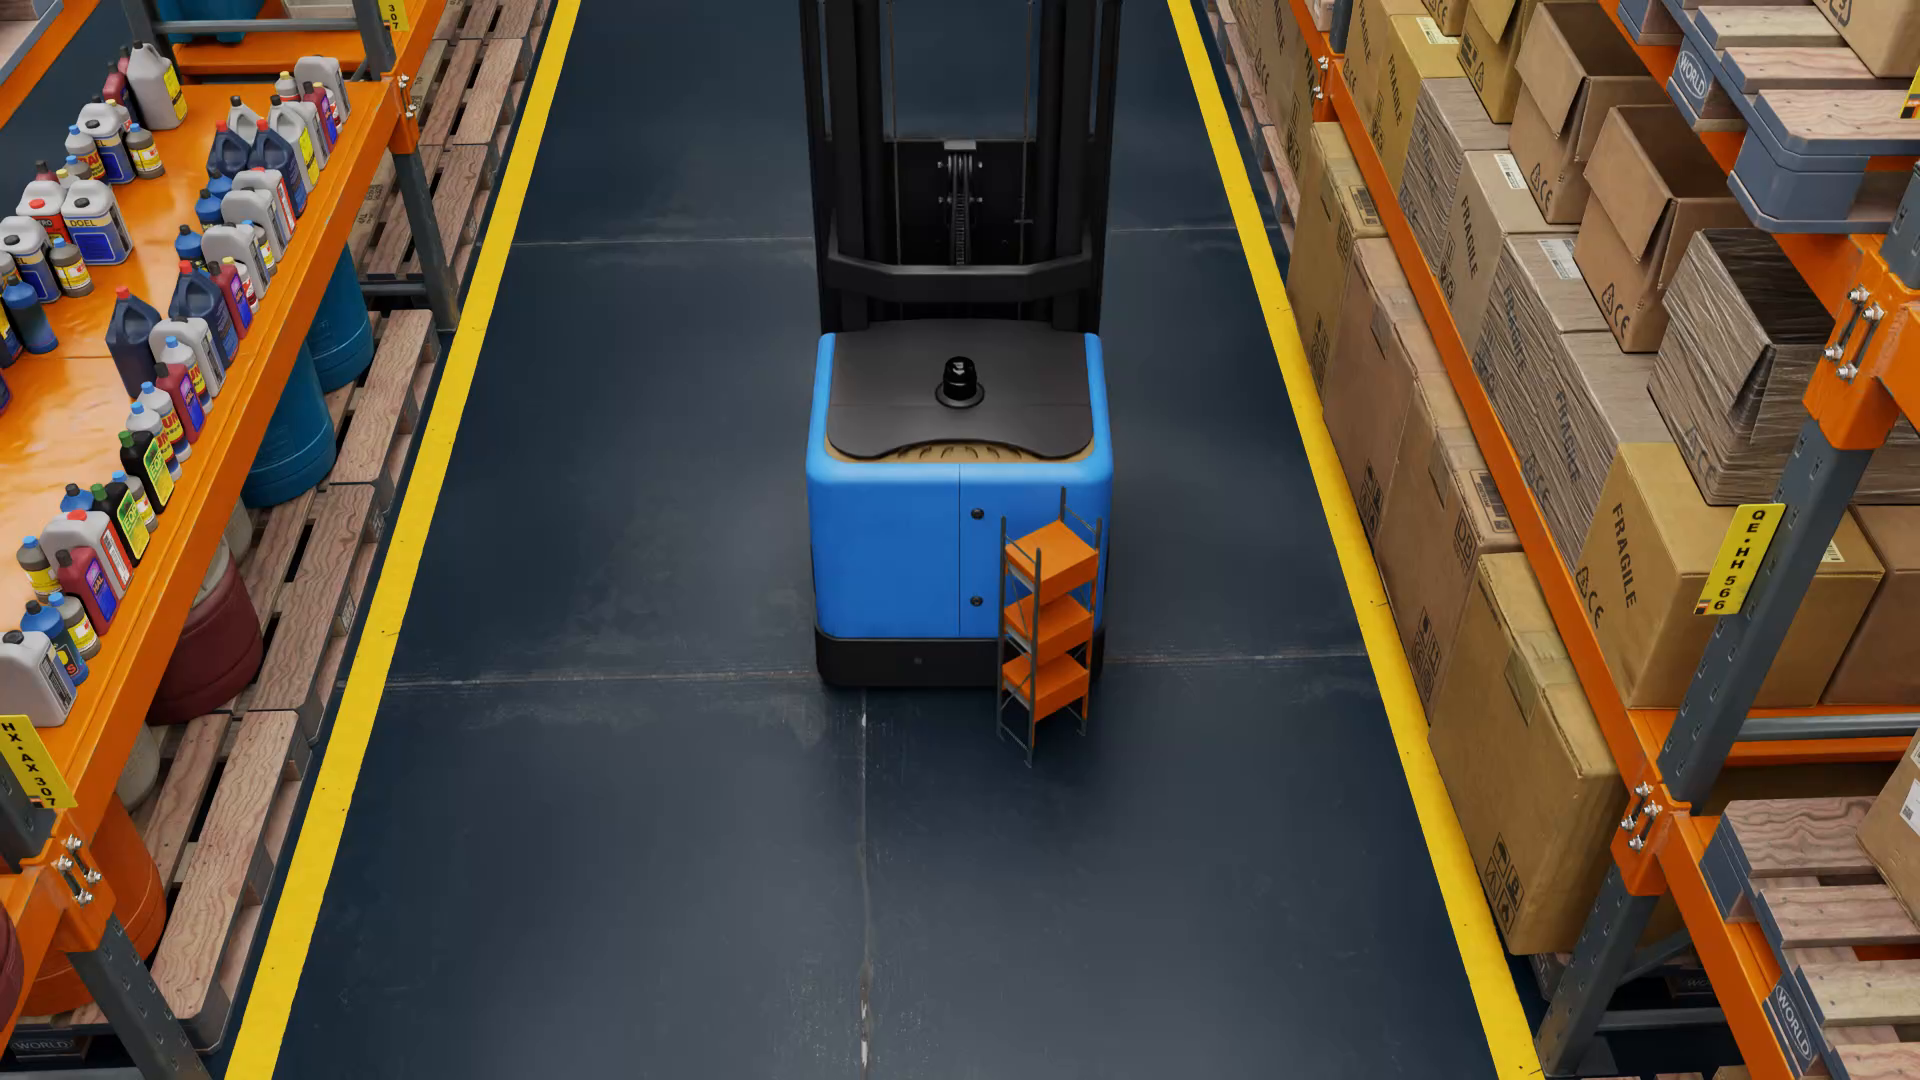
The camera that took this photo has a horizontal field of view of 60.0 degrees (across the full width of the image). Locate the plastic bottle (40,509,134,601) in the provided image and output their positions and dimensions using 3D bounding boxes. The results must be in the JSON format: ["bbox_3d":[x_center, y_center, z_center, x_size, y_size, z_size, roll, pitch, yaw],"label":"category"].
[{"bbox_3d":[-2.413,0.028,4.591,0.152,0.276,0.135,-2,43,-2],"label":"plastic bottle"}]

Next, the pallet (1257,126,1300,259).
[{"bbox_3d":[2.126,-1.734,8.485,1.003,0.211,1.213,-2,43,-2],"label":"pallet"}]

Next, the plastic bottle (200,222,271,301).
[{"bbox_3d":[-2.476,-0.967,5.677,0.152,0.276,0.135,-2,43,-2],"label":"plastic bottle"}]

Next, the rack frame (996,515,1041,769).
[{"bbox_3d":[0.192,0.364,5.576,0.008,1.050,0.200,-26,49,-26],"label":"rack frame"}]

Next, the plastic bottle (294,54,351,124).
[{"bbox_3d":[-2.528,-1.801,6.587,0.152,0.276,0.135,-2,43,-2],"label":"plastic bottle"}]

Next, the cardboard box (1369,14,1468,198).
[{"bbox_3d":[1.873,-1.626,6.230,0.500,0.500,0.500,-2,43,-2],"label":"cardboard box"}]

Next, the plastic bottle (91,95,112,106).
[{"bbox_3d":[-3.246,-1.564,6.331,0.097,0.271,0.097,0,43,0],"label":"plastic bottle"}]

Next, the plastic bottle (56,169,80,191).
[{"bbox_3d":[-3.228,-1.250,6.040,0.097,0.201,0.097,0,43,0],"label":"plastic bottle"}]

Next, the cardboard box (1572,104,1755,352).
[{"bbox_3d":[2.211,-0.886,4.681,0.797,0.503,0.637,-1,43,-1],"label":"cardboard box"}]

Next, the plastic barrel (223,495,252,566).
[{"bbox_3d":[-2.897,-0.112,6.183,0.421,0.512,0.421,0,43,0],"label":"plastic barrel"}]

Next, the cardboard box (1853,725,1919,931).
[{"bbox_3d":[2.313,0.626,3.462,0.500,0.500,0.500,-6,43,-7],"label":"cardboard box"}]

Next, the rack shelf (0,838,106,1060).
[{"bbox_3d":[-2.613,2.212,2.649,1.077,0.370,4.000,-2,43,-2],"label":"rack shelf"}]

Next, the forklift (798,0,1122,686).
[{"bbox_3d":[0.001,-1.517,6.236,1.130,2.935,3.031,0,43,0],"label":"forklift"}]

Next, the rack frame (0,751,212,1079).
[{"bbox_3d":[-2.695,0.596,3.879,0.949,2.616,0.053,-2,43,-2],"label":"rack frame"}]

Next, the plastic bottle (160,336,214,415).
[{"bbox_3d":[-2.420,-0.516,5.188,0.097,0.271,0.097,0,43,0],"label":"plastic bottle"}]

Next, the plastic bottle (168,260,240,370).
[{"bbox_3d":[-2.455,-0.731,5.364,0.144,0.351,0.185,-2,43,-2],"label":"plastic bottle"}]

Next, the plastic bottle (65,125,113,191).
[{"bbox_3d":[-3.236,-1.407,6.160,0.097,0.271,0.097,0,43,0],"label":"plastic bottle"}]

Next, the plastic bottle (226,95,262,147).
[{"bbox_3d":[-2.646,-1.470,6.171,0.144,0.351,0.185,-2,43,-2],"label":"plastic bottle"}]

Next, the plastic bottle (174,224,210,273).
[{"bbox_3d":[-2.600,-0.949,5.661,0.097,0.271,0.097,0,43,0],"label":"plastic bottle"}]

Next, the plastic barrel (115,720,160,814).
[{"bbox_3d":[-2.849,0.650,5.351,0.421,0.512,0.421,0,43,0],"label":"plastic barrel"}]

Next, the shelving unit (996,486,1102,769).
[{"bbox_3d":[0.291,0.316,5.628,0.252,1.050,0.215,-26,49,-26],"label":"shelving unit"}]

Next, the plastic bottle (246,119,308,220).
[{"bbox_3d":[-2.494,-1.350,6.039,0.144,0.351,0.185,-2,43,-2],"label":"plastic bottle"}]

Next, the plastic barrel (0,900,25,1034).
[{"bbox_3d":[-2.376,0.851,3.501,0.600,0.536,0.708,-2,43,-2],"label":"plastic barrel"}]

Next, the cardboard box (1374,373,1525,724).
[{"bbox_3d":[2.212,0.014,5.776,1.225,0.875,0.875,-2,43,-2],"label":"cardboard box"}]

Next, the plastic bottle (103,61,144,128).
[{"bbox_3d":[-3.273,-1.711,6.483,0.061,0.283,0.133,-2,43,-2],"label":"plastic bottle"}]

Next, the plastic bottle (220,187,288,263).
[{"bbox_3d":[-2.486,-1.123,5.848,0.152,0.276,0.135,-2,43,-2],"label":"plastic bottle"}]

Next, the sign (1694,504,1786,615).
[{"bbox_3d":[1.696,0.046,3.623,0.100,0.325,0.005,-2,43,-2],"label":"sign"}]

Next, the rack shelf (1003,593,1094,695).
[{"bbox_3d":[0.291,0.324,5.635,0.240,0.259,0.215,-26,49,-26],"label":"rack shelf"}]

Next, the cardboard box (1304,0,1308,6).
[{"bbox_3d":[1.729,-2.524,7.470,0.380,0.149,0.250,-1,43,-1],"label":"cardboard box"}]

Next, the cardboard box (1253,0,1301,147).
[{"bbox_3d":[2.094,-2.673,8.708,0.875,0.875,0.875,-2,43,-2],"label":"cardboard box"}]

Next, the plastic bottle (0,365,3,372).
[{"bbox_3d":[-3.143,-0.610,5.281,0.061,0.283,0.133,-2,43,-2],"label":"plastic bottle"}]

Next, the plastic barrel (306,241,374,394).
[{"bbox_3d":[-2.862,-1.117,6.991,0.600,0.901,0.708,-2,43,-2],"label":"plastic barrel"}]

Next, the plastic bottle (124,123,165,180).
[{"bbox_3d":[-3.090,-1.476,6.288,0.097,0.201,0.097,0,43,0],"label":"plastic bottle"}]

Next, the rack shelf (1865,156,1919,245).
[{"bbox_3d":[2.165,-1.808,4.671,0.919,0.124,3.809,-2,43,-2],"label":"rack shelf"}]

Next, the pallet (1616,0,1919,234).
[{"bbox_3d":[2.170,-1.015,3.557,1.213,0.211,1.003,0,43,0],"label":"pallet"}]

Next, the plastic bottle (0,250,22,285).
[{"bbox_3d":[-3.202,-0.872,5.577,0.097,0.271,0.097,0,43,0],"label":"plastic bottle"}]

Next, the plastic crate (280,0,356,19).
[{"bbox_3d":[-2.745,-2.347,7.241,0.396,0.136,0.243,-2,43,-2],"label":"plastic crate"}]

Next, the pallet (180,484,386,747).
[{"bbox_3d":[-2.822,0.272,6.297,1.003,0.211,1.213,-2,43,-2],"label":"pallet"}]

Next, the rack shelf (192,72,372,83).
[{"bbox_3d":[-2.953,-3.242,8.493,0.831,0.071,3.687,-2,43,-2],"label":"rack shelf"}]
